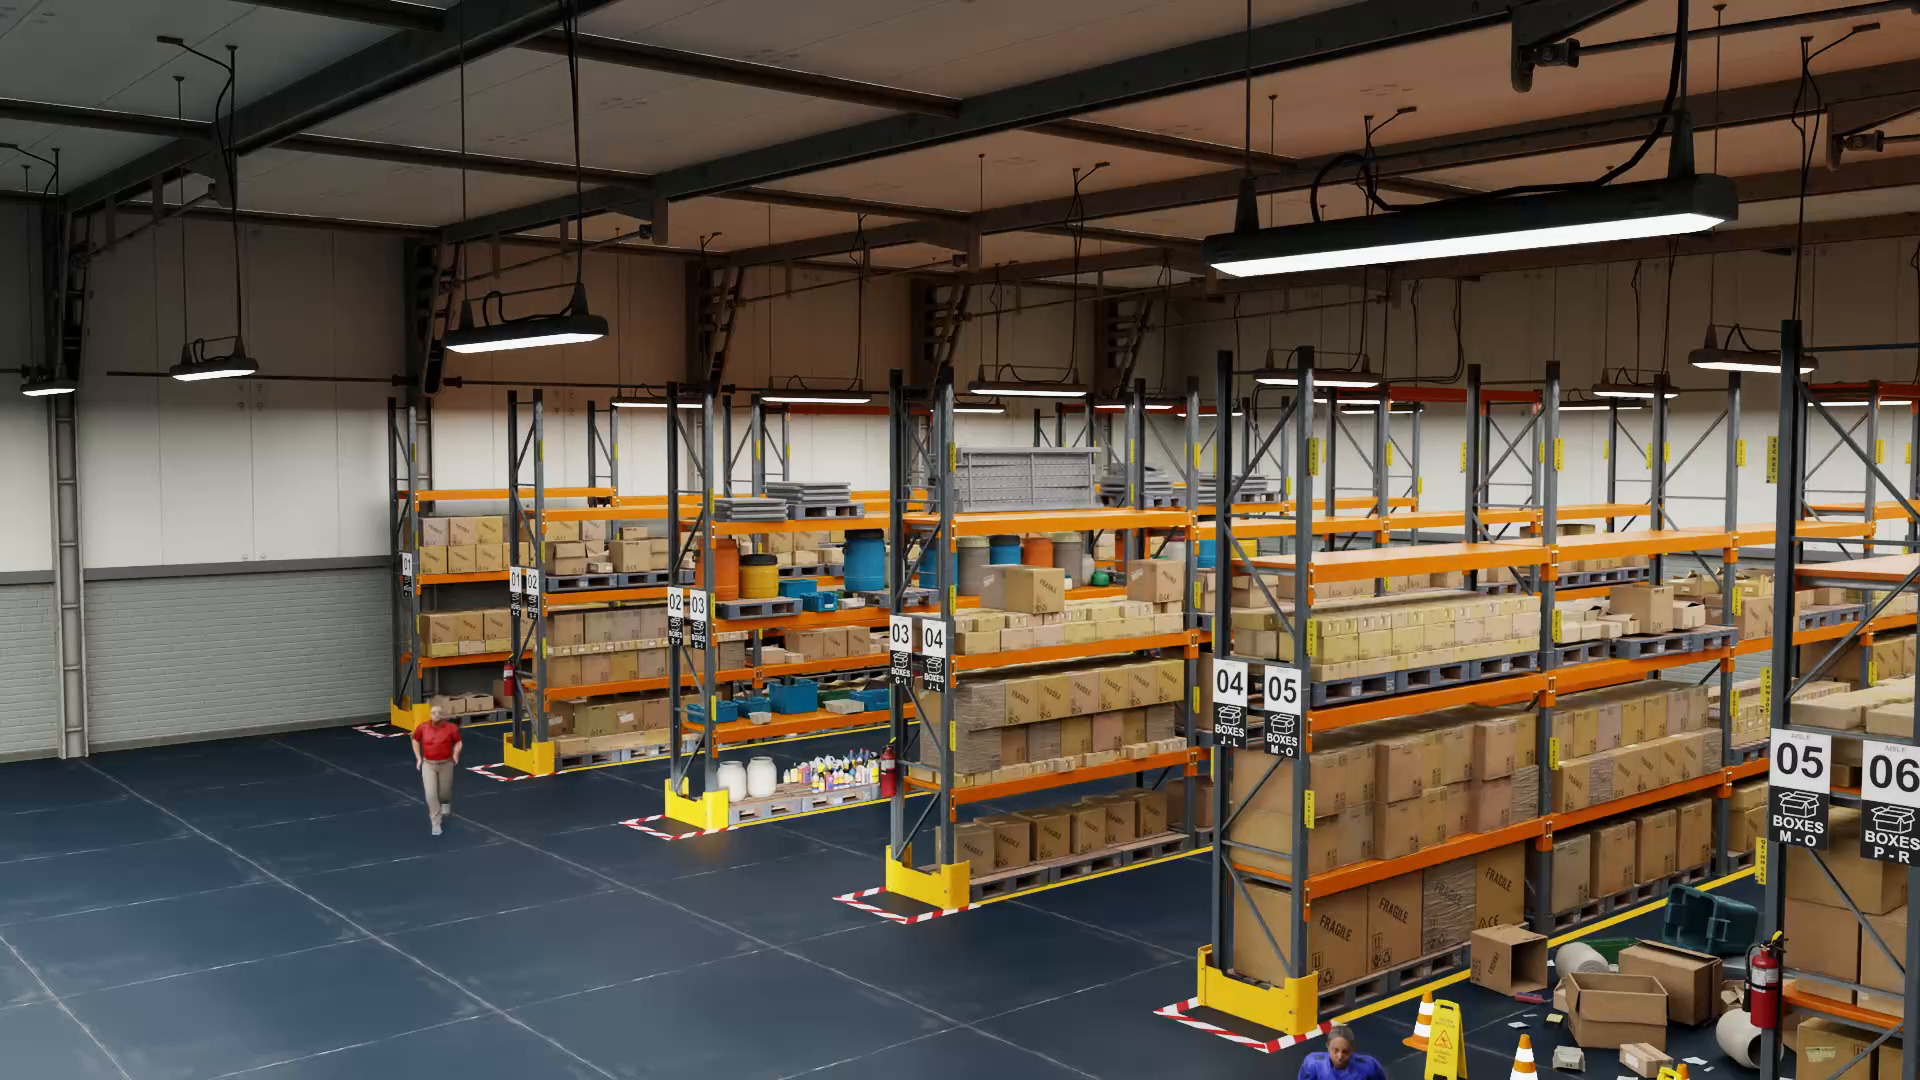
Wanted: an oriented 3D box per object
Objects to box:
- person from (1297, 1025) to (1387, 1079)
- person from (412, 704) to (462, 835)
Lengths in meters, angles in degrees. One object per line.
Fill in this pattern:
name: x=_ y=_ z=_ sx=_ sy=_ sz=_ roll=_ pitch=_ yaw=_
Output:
person: x=2.437 y=3.785 z=10.604 sx=0.582 sy=1.599 sz=0.889 roll=1 pitch=3 yaw=11
person: x=-6.991 y=3.030 z=22.247 sx=0.648 sy=1.704 sz=0.823 roll=-1 pitch=3 yaw=-17
